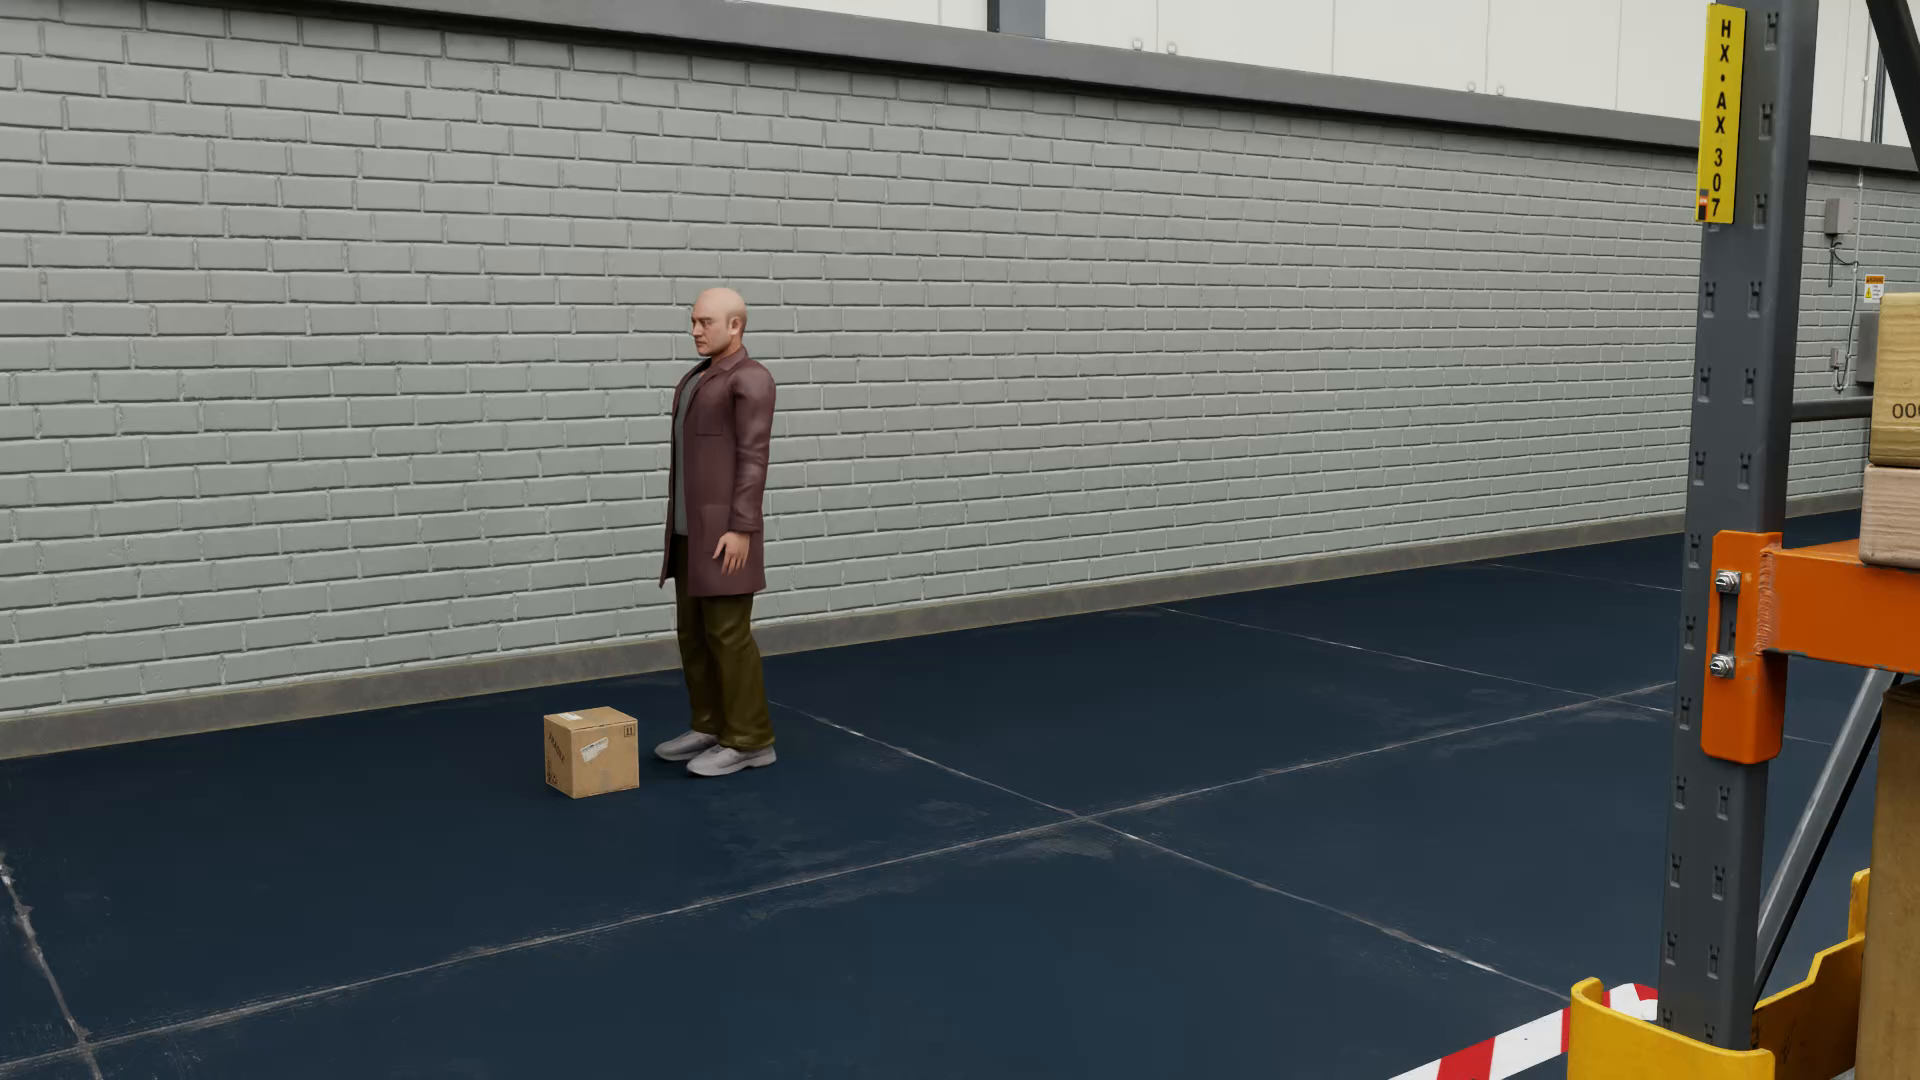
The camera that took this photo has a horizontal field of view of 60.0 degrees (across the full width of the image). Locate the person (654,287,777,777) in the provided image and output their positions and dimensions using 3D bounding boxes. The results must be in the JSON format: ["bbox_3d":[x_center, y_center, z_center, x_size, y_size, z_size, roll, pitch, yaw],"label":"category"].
[{"bbox_3d":[-0.904,-0.036,6.132,0.379,1.775,0.561,-5,9,-35],"label":"person"}]
